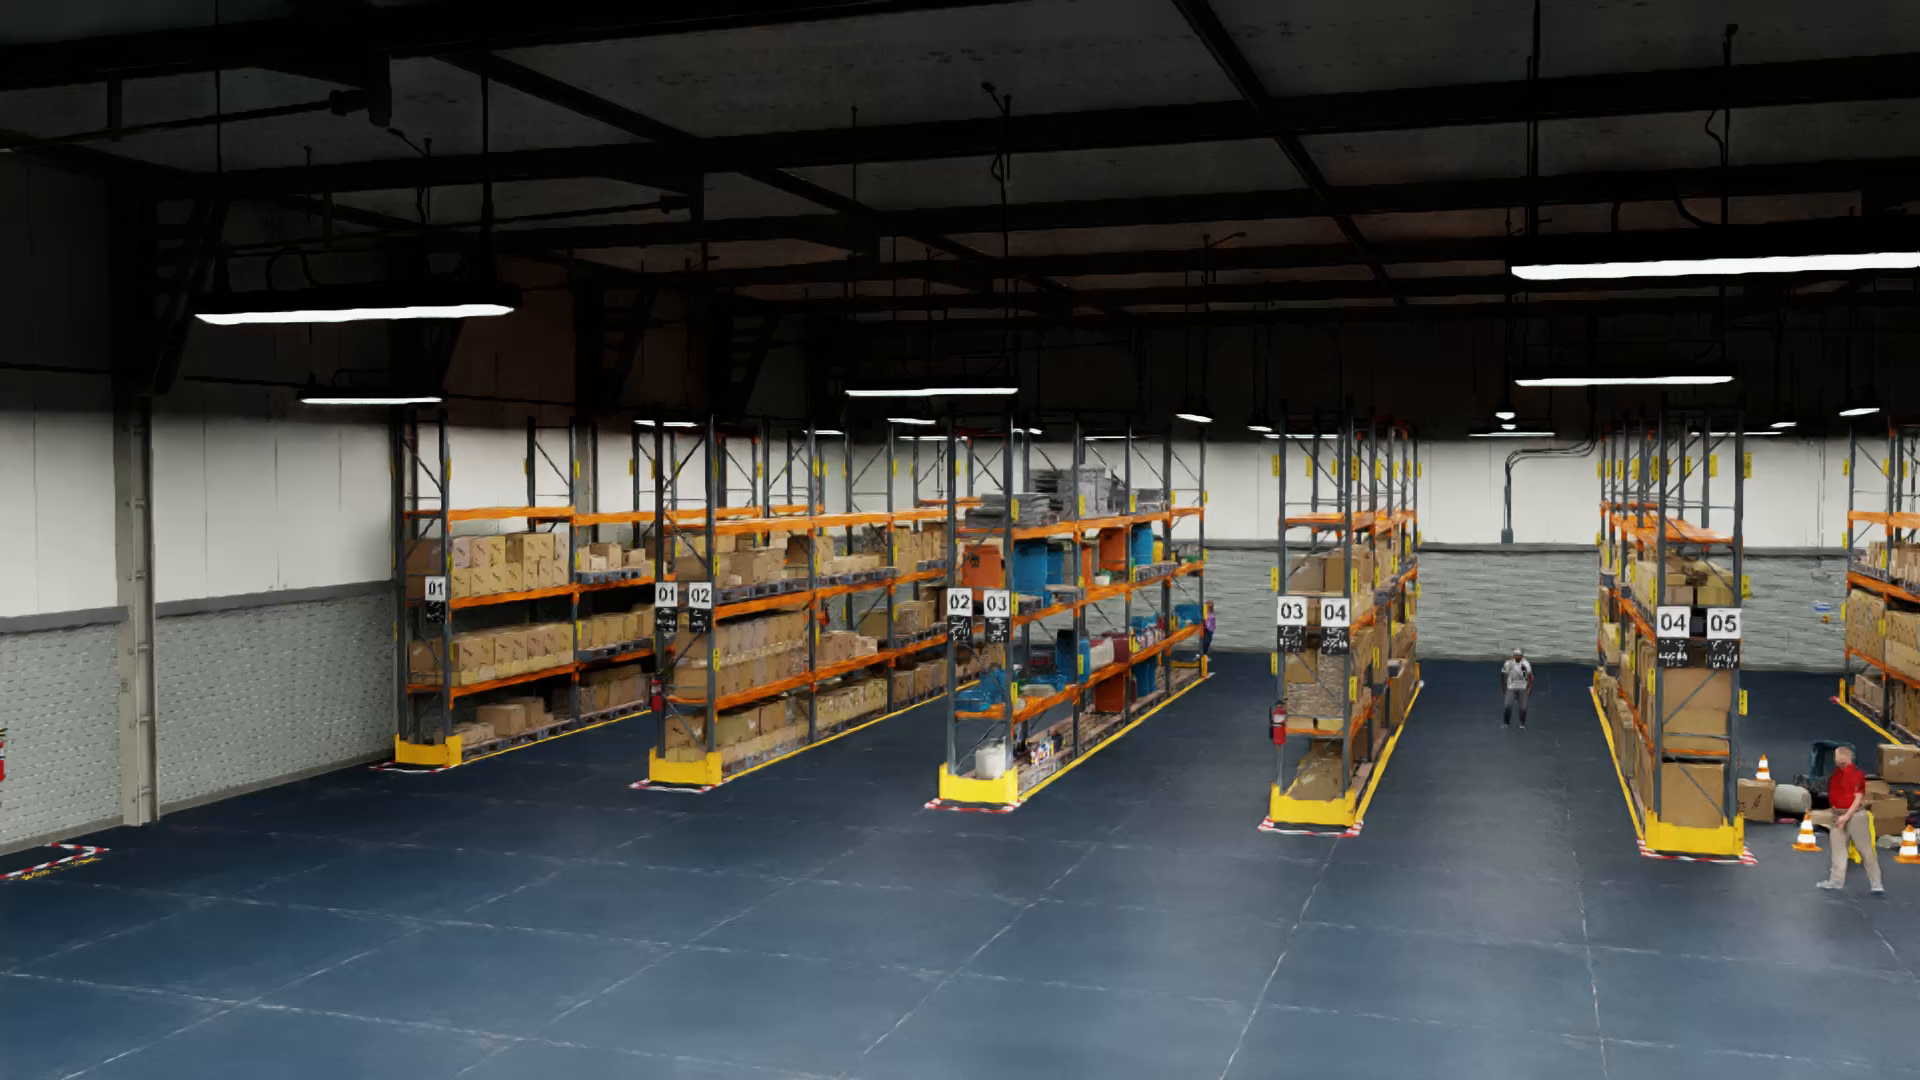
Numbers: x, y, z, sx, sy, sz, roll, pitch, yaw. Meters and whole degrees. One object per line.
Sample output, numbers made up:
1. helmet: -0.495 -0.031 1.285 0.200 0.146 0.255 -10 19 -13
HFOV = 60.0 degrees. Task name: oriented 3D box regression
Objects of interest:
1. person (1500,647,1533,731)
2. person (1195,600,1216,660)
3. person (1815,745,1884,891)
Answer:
1. person: 10.632 2.833 31.763 0.592 1.629 0.531 1 3 16
2. person: 6.393 2.343 43.280 0.565 1.590 0.420 -2 3 -42
3. person: 10.584 3.295 19.740 0.718 1.713 0.570 0 2 -9
